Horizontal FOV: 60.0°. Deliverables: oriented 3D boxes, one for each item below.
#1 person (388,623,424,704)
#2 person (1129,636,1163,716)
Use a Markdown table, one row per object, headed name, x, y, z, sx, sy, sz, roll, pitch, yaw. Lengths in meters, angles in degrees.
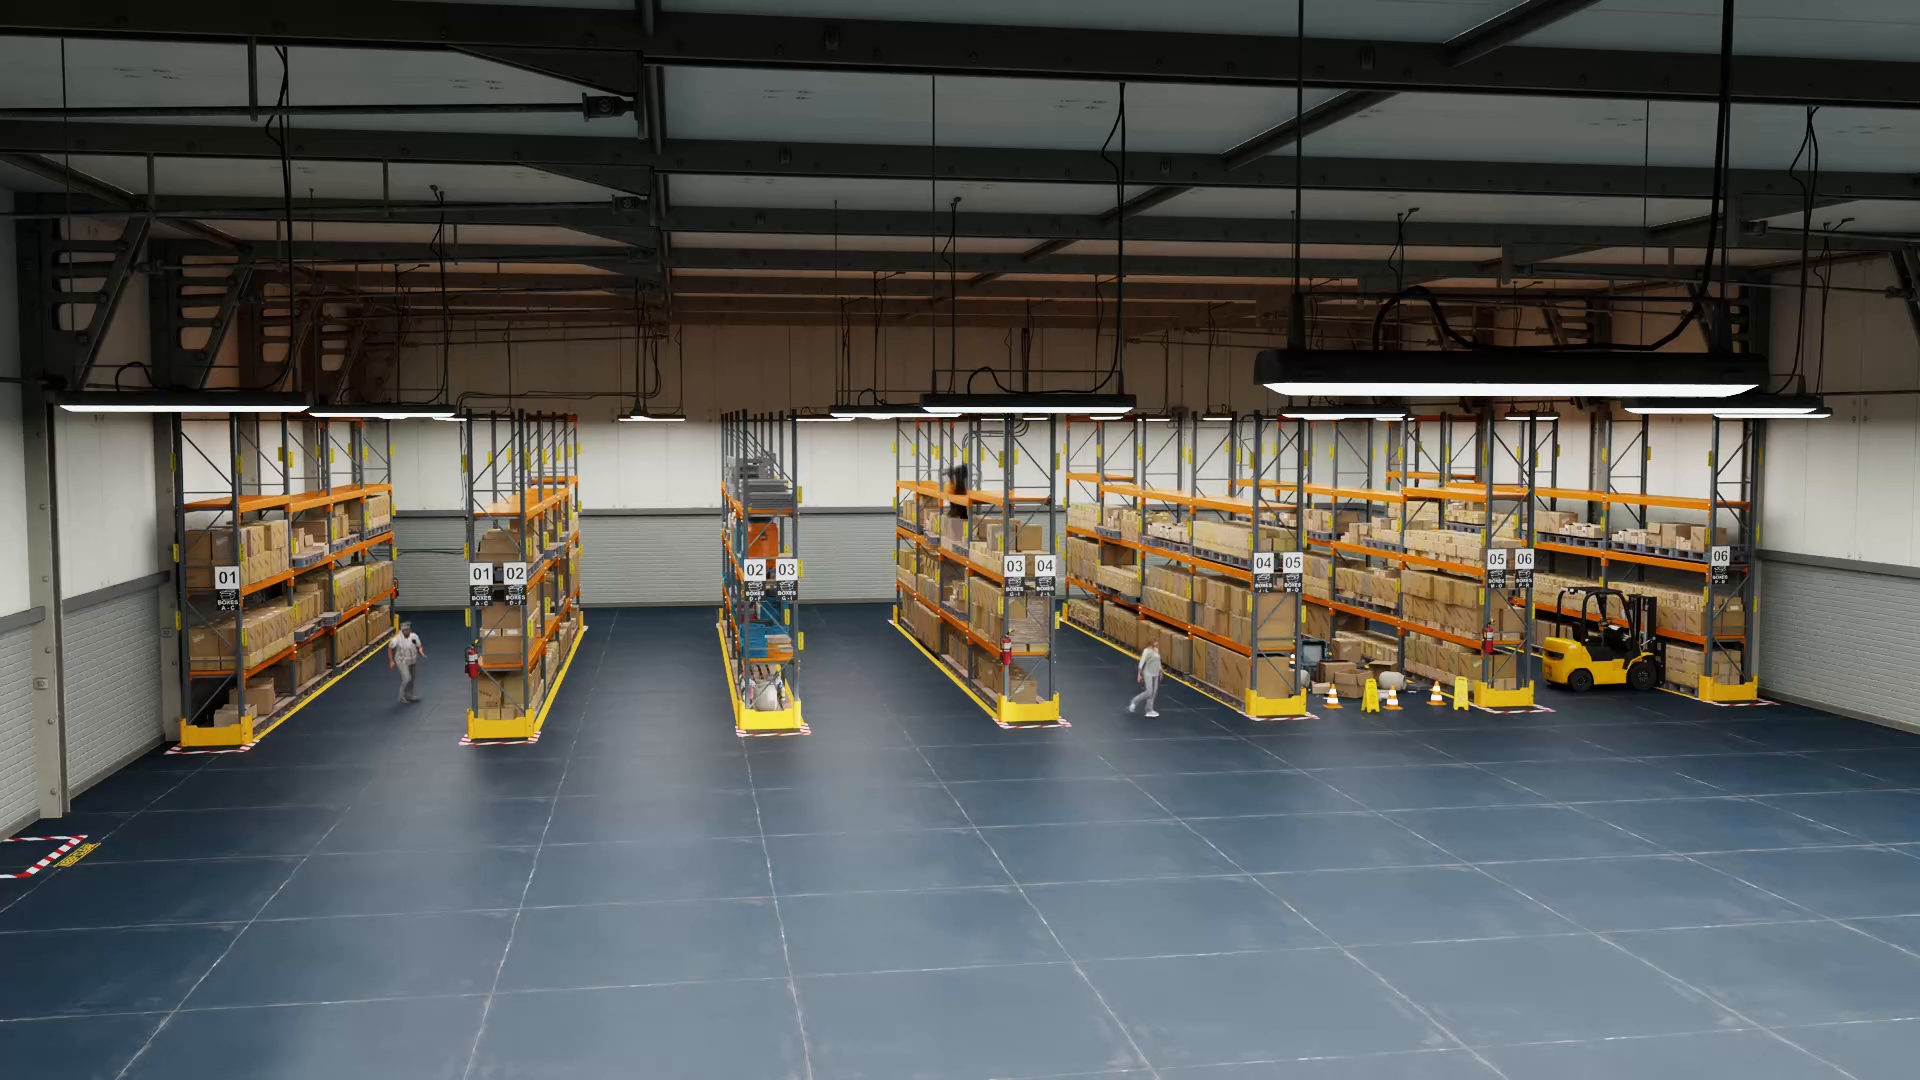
| name | x | y | z | sx | sy | sz | roll | pitch | yaw |
| --- | --- | --- | --- | --- | --- | --- | --- | --- | --- |
| person | -11.315 | 2.539 | 34.166 | 0.837 | 1.727 | 0.666 | 3 | 5 | 33 |
| person | 3.635 | 2.655 | 32.545 | 0.538 | 1.580 | 0.584 | 3 | 5 | 39 |
